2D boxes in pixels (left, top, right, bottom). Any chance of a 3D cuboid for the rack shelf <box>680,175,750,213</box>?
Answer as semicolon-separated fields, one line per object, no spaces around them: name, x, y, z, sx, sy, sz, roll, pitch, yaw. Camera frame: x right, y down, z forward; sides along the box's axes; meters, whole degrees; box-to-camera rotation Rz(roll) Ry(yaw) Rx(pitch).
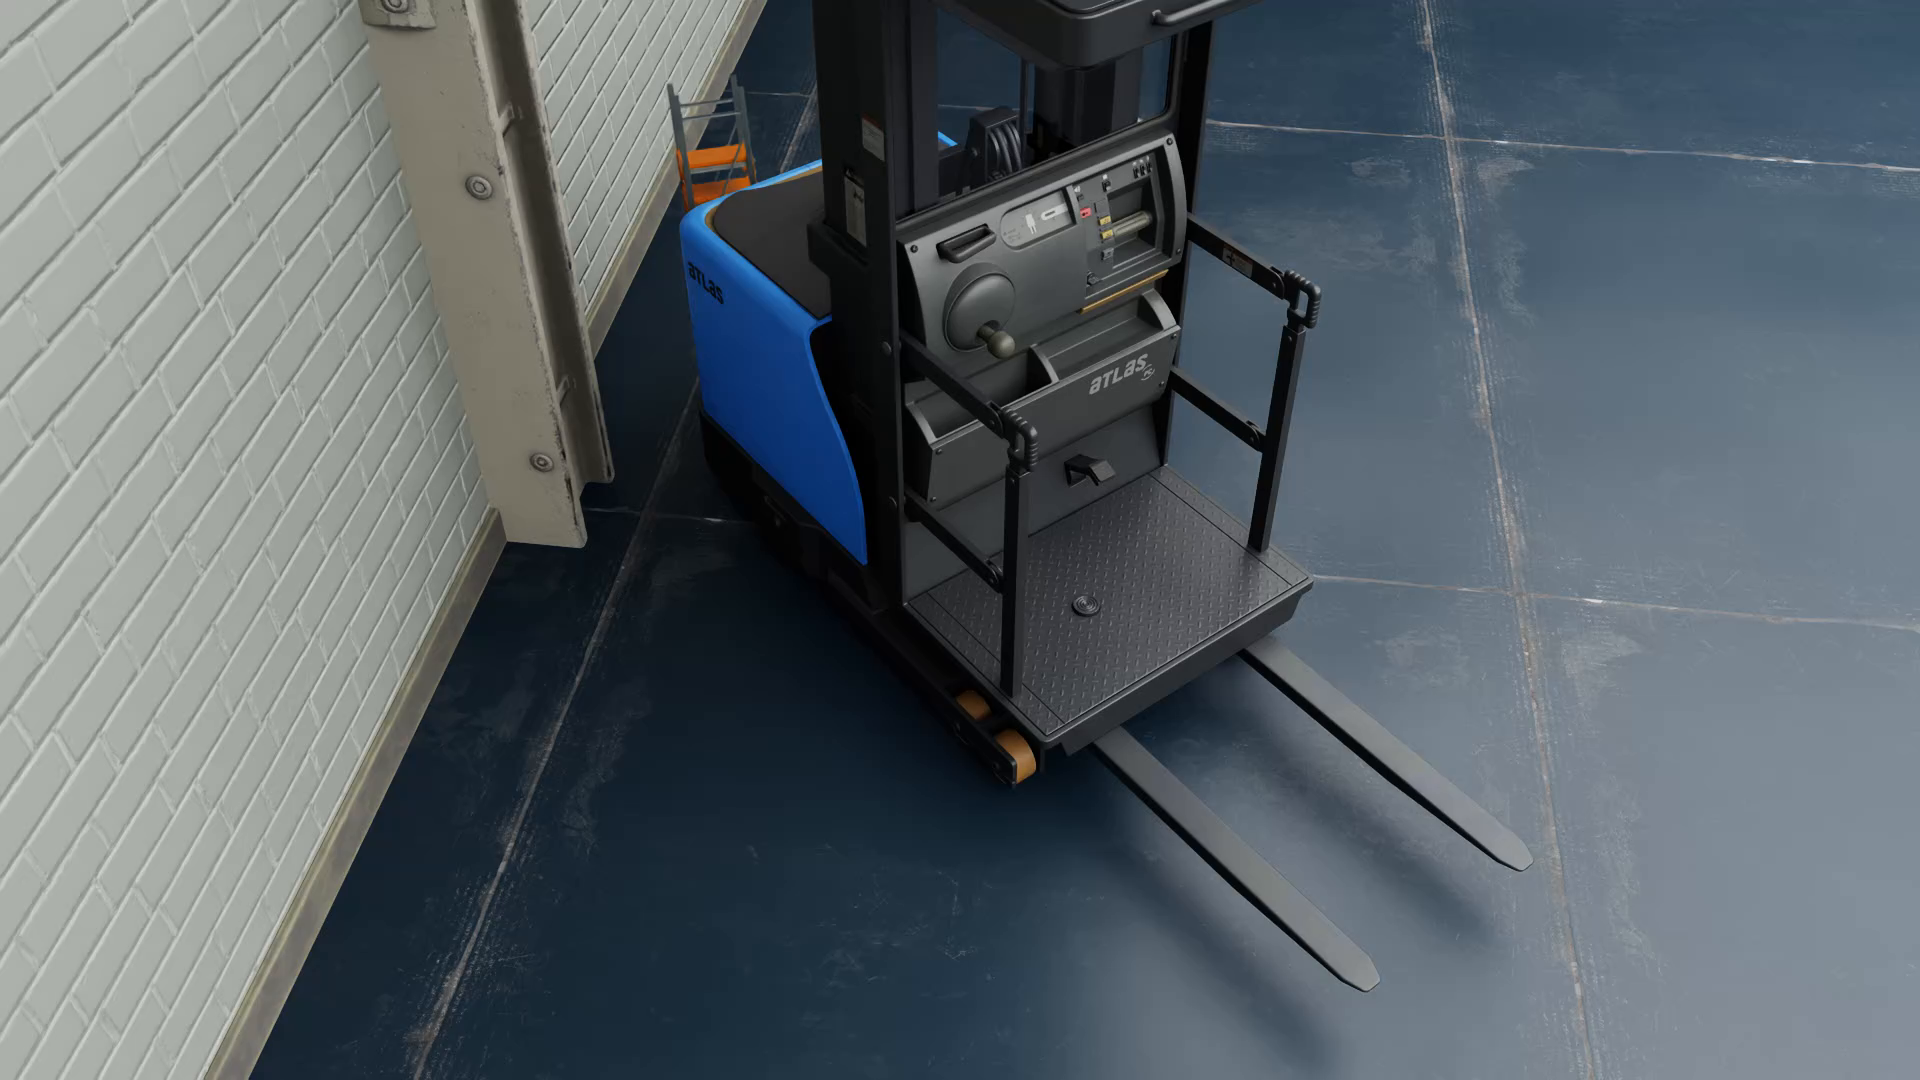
rack shelf;-0.843;-1.197;5.859;0.258;0.103;0.180;-11;30;-11

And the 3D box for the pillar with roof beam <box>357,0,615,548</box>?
pillar with roof beam;2.844;-2.998;2.371;9.100;9.000;0.400;5;44;6

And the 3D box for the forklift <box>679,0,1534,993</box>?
forklift;0.378;-0.722;4.381;1.130;2.935;3.031;-28;50;-26

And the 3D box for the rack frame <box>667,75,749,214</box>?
rack frame;-0.853;-1.068;6.032;0.240;1.200;0.006;-11;30;-11

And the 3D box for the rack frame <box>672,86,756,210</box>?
rack frame;-0.806;-0.984;5.876;0.240;1.200;0.006;-11;30;-11

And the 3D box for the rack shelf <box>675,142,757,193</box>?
rack shelf;-0.851;-1.301;5.801;0.258;0.103;0.180;-11;30;-11

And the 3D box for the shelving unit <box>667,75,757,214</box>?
shelving unit;-0.829;-1.026;5.954;0.258;1.200;0.189;-11;30;-11
